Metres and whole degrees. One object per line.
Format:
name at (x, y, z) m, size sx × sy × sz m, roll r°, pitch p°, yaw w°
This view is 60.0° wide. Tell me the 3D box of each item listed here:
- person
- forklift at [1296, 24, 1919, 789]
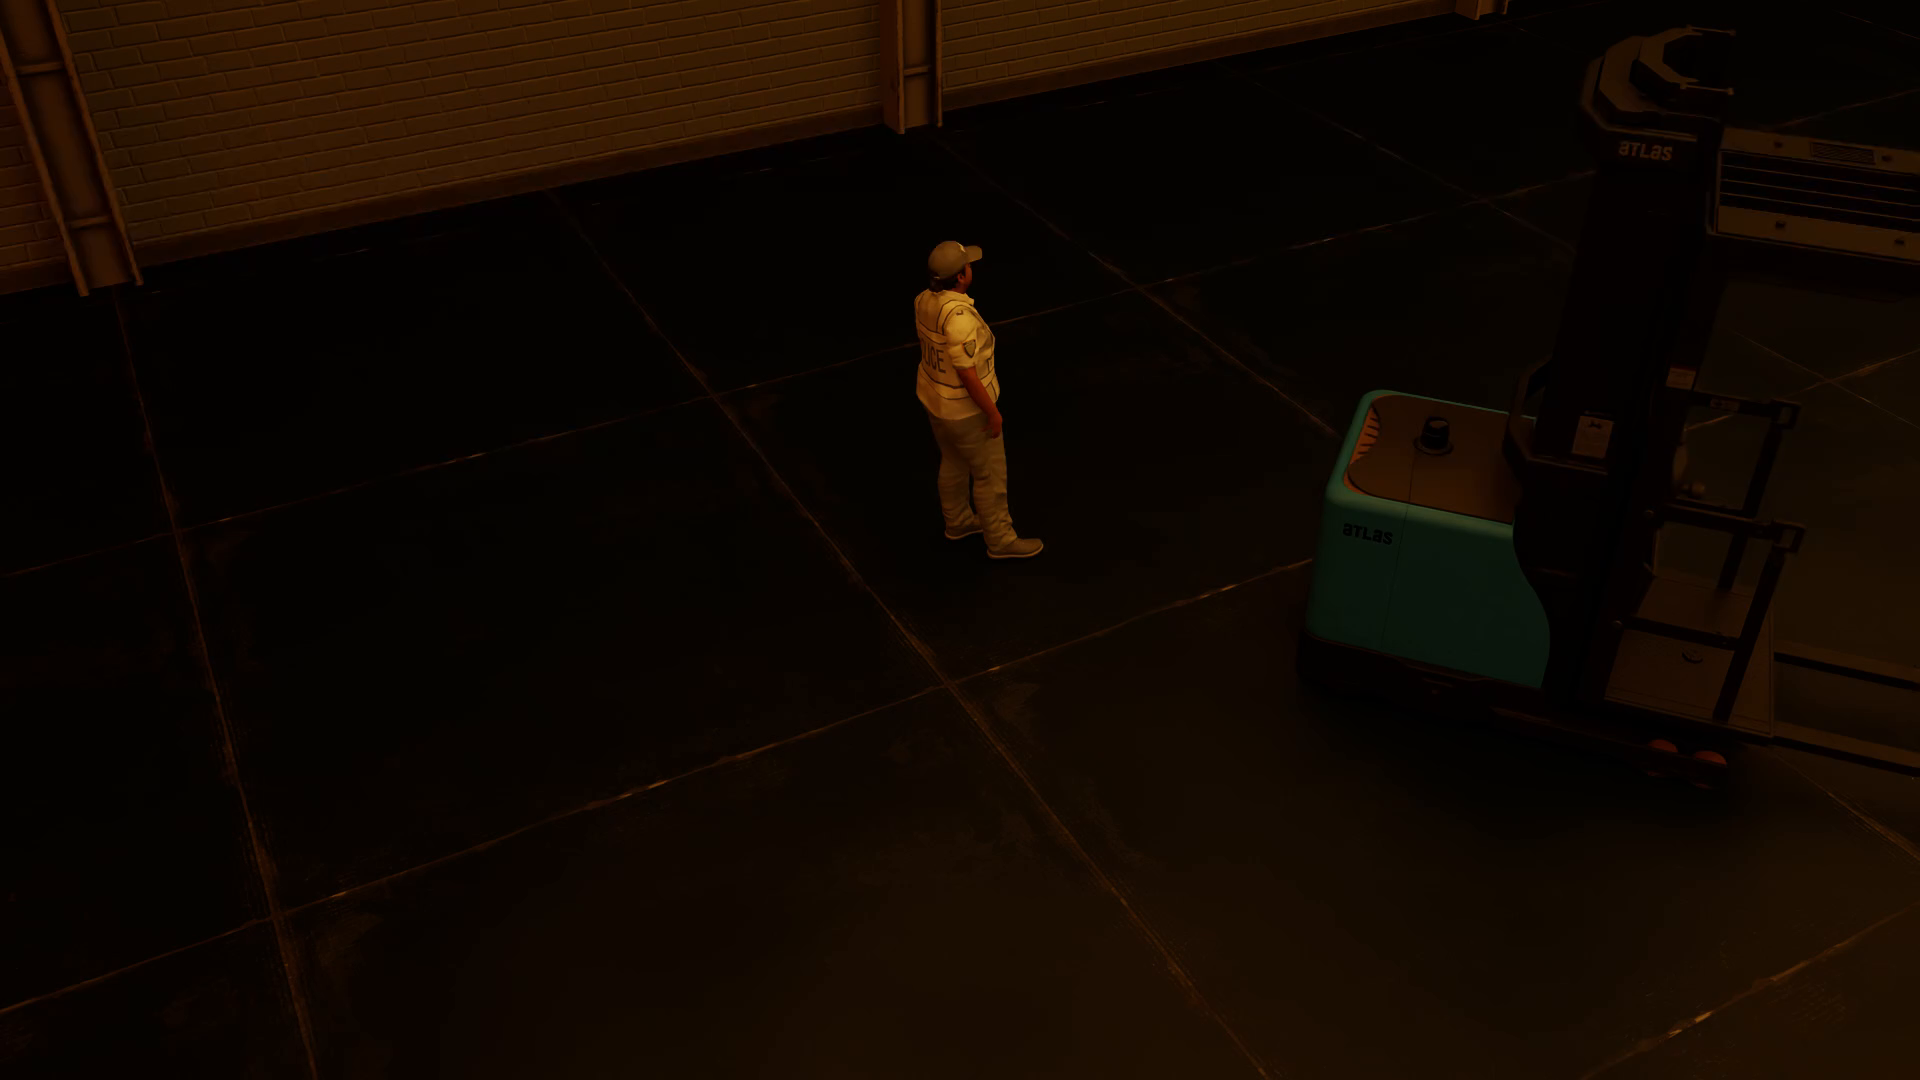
person at (0.079, -0.695, 8.190) m, size 0.529 × 1.670 × 0.598 m, roll -17°, pitch 39°, yaw -23°
forklift at (3.126, -0.476, 6.796) m, size 3.031 × 2.935 × 1.130 m, roll 13°, pitch 37°, yaw 17°
